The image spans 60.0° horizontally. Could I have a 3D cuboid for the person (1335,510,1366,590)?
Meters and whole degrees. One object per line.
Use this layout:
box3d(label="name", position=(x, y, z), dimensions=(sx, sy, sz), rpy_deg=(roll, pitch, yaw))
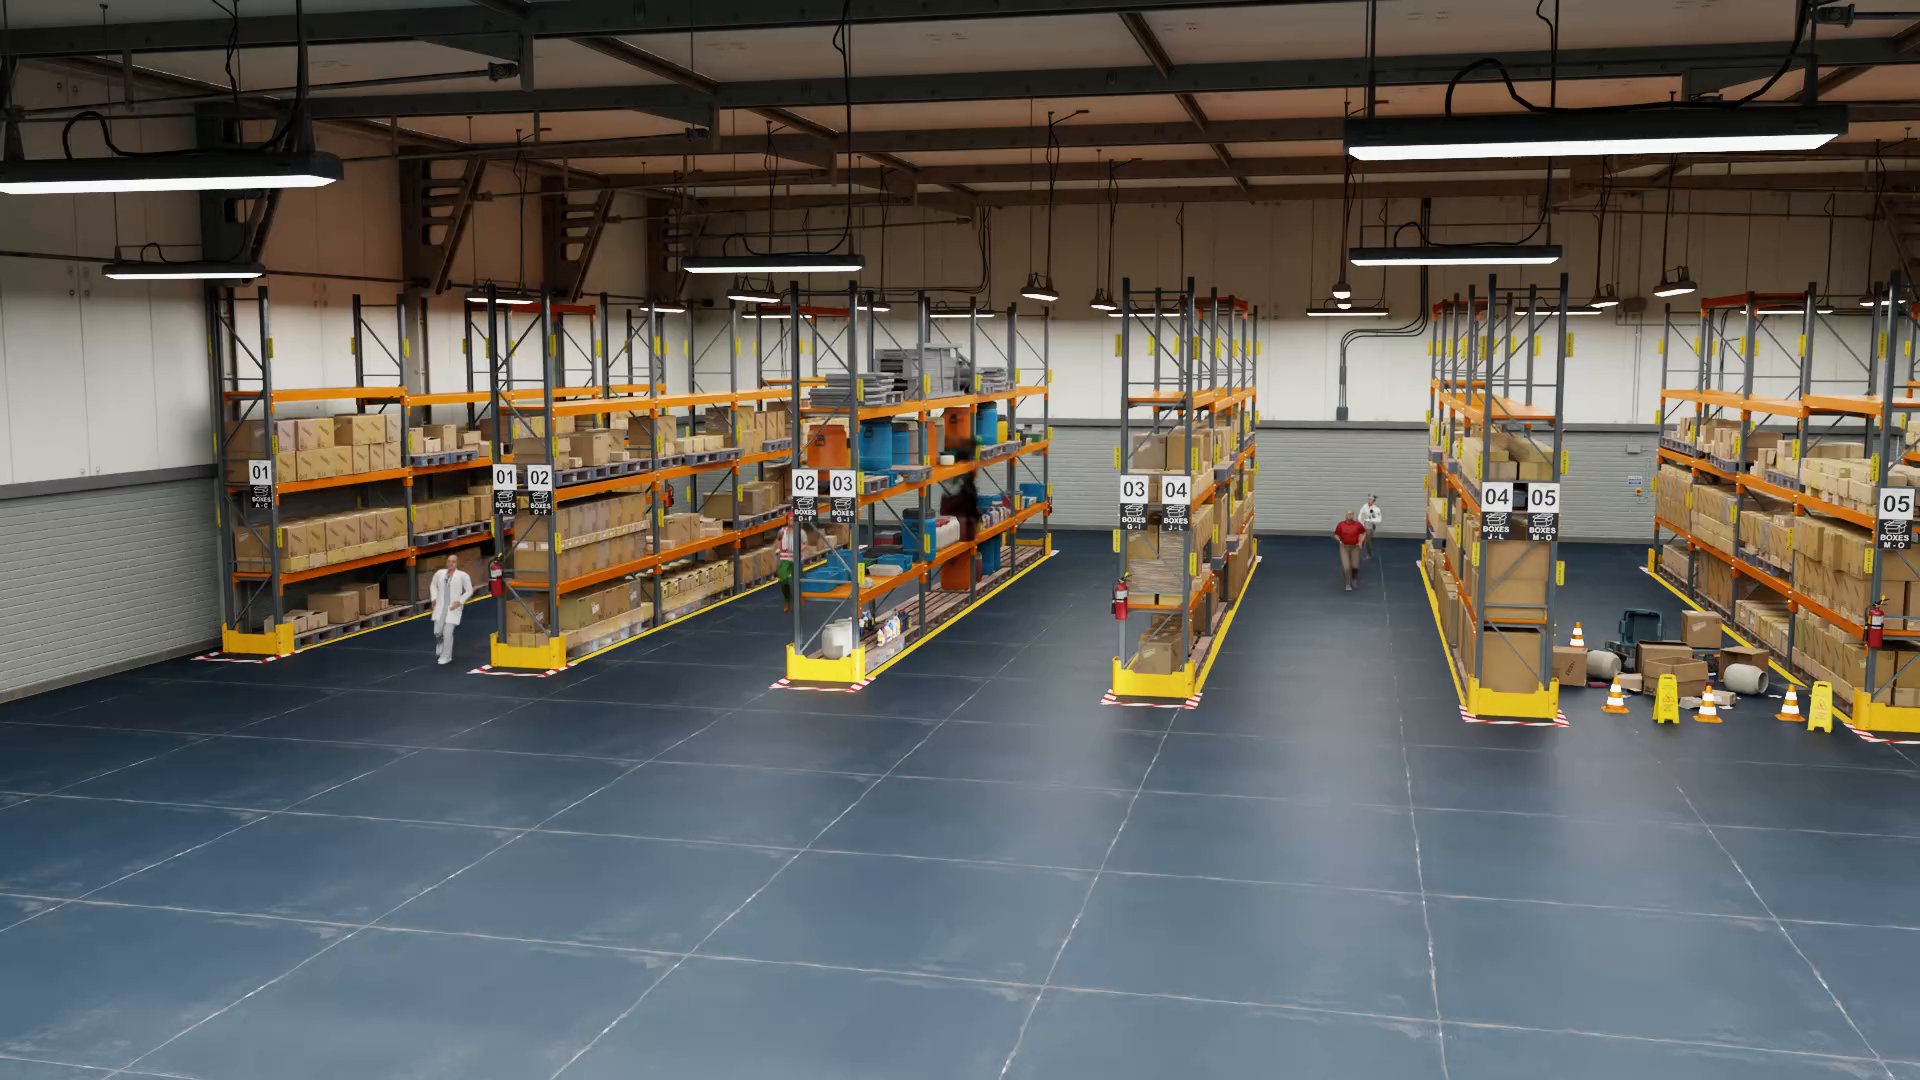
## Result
box3d(label="person", position=(8.064, 0.212, 34.392), dimensions=(0.638, 1.681, 0.586), rpy_deg=(2, 7, 13))

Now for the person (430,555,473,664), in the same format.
box3d(label="person", position=(-8.152, 1.113, 26.652), dimensions=(0.715, 1.761, 0.621), rpy_deg=(0, 7, -2))

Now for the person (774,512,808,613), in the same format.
box3d(label="person", position=(-3.052, 0.405, 29.918), dimensions=(0.648, 1.826, 0.681), rpy_deg=(1, 7, 6))

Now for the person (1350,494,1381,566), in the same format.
box3d(label="person", position=(9.501, -0.244, 38.646), dimensions=(0.660, 1.687, 0.862), rpy_deg=(6, 9, 41))
